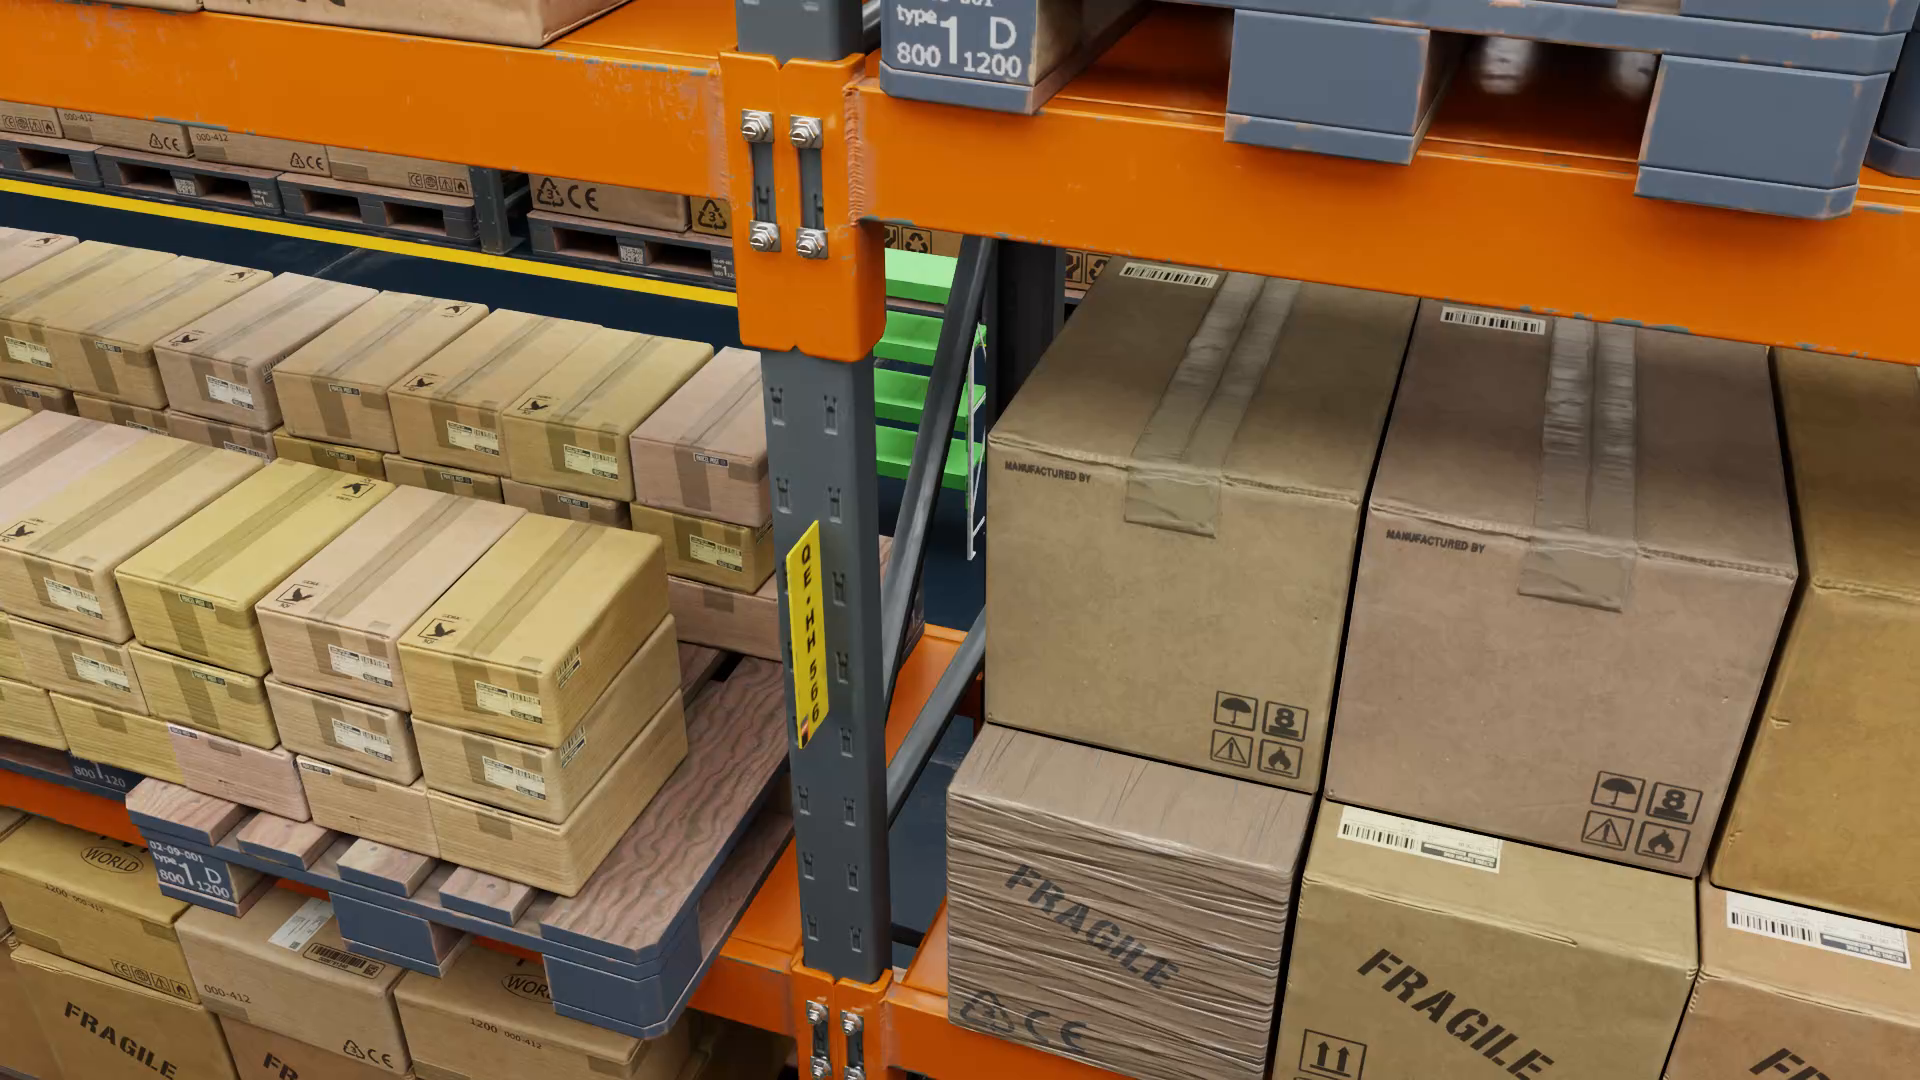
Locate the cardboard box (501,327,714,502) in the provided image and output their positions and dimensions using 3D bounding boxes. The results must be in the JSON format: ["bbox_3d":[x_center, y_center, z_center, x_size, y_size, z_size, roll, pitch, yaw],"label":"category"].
[{"bbox_3d":[-0.656,-0.245,3.160,0.250,0.149,0.380,10,34,15],"label":"cardboard box"}]

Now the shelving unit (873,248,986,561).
[{"bbox_3d":[-0.156,-0.534,5.971,0.503,1.200,0.258,11,34,16],"label":"shelving unit"}]

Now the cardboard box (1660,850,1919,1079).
[{"bbox_3d":[1.253,0.669,2.356,0.500,0.500,0.500,11,34,16],"label":"cardboard box"}]

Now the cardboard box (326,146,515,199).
[{"bbox_3d":[-2.778,-2.241,8.930,0.875,0.438,0.875,11,34,16],"label":"cardboard box"}]

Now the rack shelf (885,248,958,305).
[{"bbox_3d":[-0.156,-0.884,5.746,0.480,0.148,0.258,11,34,16],"label":"rack shelf"}]

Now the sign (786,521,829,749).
[{"bbox_3d":[-0.207,0.133,2.284,0.005,0.325,0.100,11,34,16],"label":"sign"}]

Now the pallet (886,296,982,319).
[{"bbox_3d":[-0.319,-1.474,8.339,1.213,0.211,1.003,11,34,16],"label":"pallet"}]

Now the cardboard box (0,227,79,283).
[{"bbox_3d":[-2.127,-0.533,3.606,0.250,0.149,0.380,9,34,14],"label":"cardboard box"}]

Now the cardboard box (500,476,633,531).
[{"bbox_3d":[-0.676,-0.128,3.253,0.250,0.149,0.380,13,35,19],"label":"cardboard box"}]

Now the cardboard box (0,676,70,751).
[{"bbox_3d":[-1.615,0.192,3.032,0.250,0.149,0.380,10,34,14],"label":"cardboard box"}]

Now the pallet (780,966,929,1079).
[{"bbox_3d":[-0.768,1.335,3.988,1.213,0.211,1.003,11,34,16],"label":"pallet"}]

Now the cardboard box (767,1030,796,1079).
[{"bbox_3d":[-0.612,0.921,3.975,0.500,0.500,0.500,10,34,14],"label":"cardboard box"}]

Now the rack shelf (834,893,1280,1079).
[{"bbox_3d":[1.850,0.975,2.637,4.000,0.370,1.077,11,34,16],"label":"rack shelf"}]

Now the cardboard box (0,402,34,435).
[{"bbox_3d":[-1.865,-0.107,2.946,0.250,0.149,0.380,13,35,19],"label":"cardboard box"}]

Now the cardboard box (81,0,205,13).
[{"bbox_3d":[-1.131,-1.055,2.260,0.500,0.500,0.500,11,34,16],"label":"cardboard box"}]

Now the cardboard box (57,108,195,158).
[{"bbox_3d":[-4.469,-2.570,9.440,0.875,0.438,0.875,12,35,18],"label":"cardboard box"}]

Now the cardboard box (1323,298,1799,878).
[{"bbox_3d":[0.863,0.024,2.433,0.500,0.500,0.700,11,34,16],"label":"cardboard box"}]

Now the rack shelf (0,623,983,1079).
[{"bbox_3d":[-1.915,0.243,3.771,4.000,0.370,1.077,11,34,16],"label":"rack shelf"}]

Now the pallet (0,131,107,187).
[{"bbox_3d":[-5.209,-2.425,9.811,1.213,0.211,1.003,11,34,16],"label":"pallet"}]

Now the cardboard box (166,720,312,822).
[{"bbox_3d":[-1.127,0.288,2.884,0.250,0.149,0.380,12,35,17],"label":"cardboard box"}]

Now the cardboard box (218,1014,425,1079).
[{"bbox_3d":[-1.228,1.097,3.703,0.500,0.500,0.500,12,35,18],"label":"cardboard box"}]

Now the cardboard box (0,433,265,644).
[{"bbox_3d":[-1.383,-0.011,2.798,0.250,0.149,0.380,12,35,18],"label":"cardboard box"}]

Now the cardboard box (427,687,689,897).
[{"bbox_3d":[-0.652,0.381,2.739,0.250,0.149,0.380,12,35,17],"label":"cardboard box"}]

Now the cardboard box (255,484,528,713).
[{"bbox_3d":[-0.884,0.084,2.651,0.250,0.149,0.380,11,34,16],"label":"cardboard box"}]

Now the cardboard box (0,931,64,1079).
[{"bbox_3d":[-2.195,0.905,4.001,0.500,0.500,0.500,12,35,17],"label":"cardboard box"}]

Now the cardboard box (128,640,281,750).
[{"bbox_3d":[-1.152,0.159,2.809,0.250,0.149,0.380,12,35,18],"label":"cardboard box"}]

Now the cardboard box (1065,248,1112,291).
[{"bbox_3d":[0.920,-1.691,7.676,0.875,0.875,0.875,11,34,16],"label":"cardboard box"}]

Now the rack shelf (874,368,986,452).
[{"bbox_3d":[-0.156,-0.481,6.006,0.480,0.148,0.258,11,34,16],"label":"rack shelf"}]

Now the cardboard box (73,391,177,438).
[{"bbox_3d":[-1.632,-0.315,3.542,0.250,0.149,0.380,11,34,16],"label":"cardboard box"}]

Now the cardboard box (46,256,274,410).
[{"bbox_3d":[-1.640,-0.437,3.457,0.250,0.149,0.380,12,35,18],"label":"cardboard box"}]

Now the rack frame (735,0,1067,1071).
[{"bbox_3d":[-0.032,0.307,3.009,0.127,3.000,1.000,11,34,16],"label":"rack frame"}]

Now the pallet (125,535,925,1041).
[{"bbox_3d":[-0.739,0.312,3.179,1.003,0.211,1.213,11,34,16],"label":"pallet"}]

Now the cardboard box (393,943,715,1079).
[{"bbox_3d":[-0.765,0.875,3.356,0.500,0.250,0.500,10,34,15],"label":"cardboard box"}]

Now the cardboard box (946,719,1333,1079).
[{"bbox_3d":[0.299,0.485,2.641,0.500,0.500,0.500,11,35,17],"label":"cardboard box"}]

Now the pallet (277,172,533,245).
[{"bbox_3d":[-2.912,-1.978,9.120,1.213,0.211,1.003,11,34,16],"label":"pallet"}]

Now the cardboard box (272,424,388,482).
[{"bbox_3d":[-1.166,-0.221,3.398,0.250,0.149,0.380,11,34,17],"label":"cardboard box"}]

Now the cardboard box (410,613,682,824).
[{"bbox_3d":[-0.651,0.253,2.662,0.250,0.149,0.380,12,35,17],"label":"cardboard box"}]

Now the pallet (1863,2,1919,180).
[{"bbox_3d":[1.645,-0.580,1.791,1.213,0.211,1.003,13,35,19],"label":"pallet"}]

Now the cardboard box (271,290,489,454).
[{"bbox_3d":[-1.135,-0.341,3.308,0.250,0.149,0.380,10,34,14],"label":"cardboard box"}]

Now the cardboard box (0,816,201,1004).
[{"bbox_3d":[-1.717,0.687,3.647,0.500,0.250,0.500,12,35,18],"label":"cardboard box"}]

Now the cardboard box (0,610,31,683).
[{"bbox_3d":[-1.620,0.066,2.953,0.250,0.149,0.380,11,34,16],"label":"cardboard box"}]

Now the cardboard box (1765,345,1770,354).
[{"bbox_3d":[3.480,-0.930,6.961,0.625,0.372,0.950,12,35,18],"label":"cardboard box"}]

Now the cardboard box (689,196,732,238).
[{"bbox_3d":[-0.759,-2.021,8.186,0.875,0.875,0.875,12,35,18],"label":"cardboard box"}]
